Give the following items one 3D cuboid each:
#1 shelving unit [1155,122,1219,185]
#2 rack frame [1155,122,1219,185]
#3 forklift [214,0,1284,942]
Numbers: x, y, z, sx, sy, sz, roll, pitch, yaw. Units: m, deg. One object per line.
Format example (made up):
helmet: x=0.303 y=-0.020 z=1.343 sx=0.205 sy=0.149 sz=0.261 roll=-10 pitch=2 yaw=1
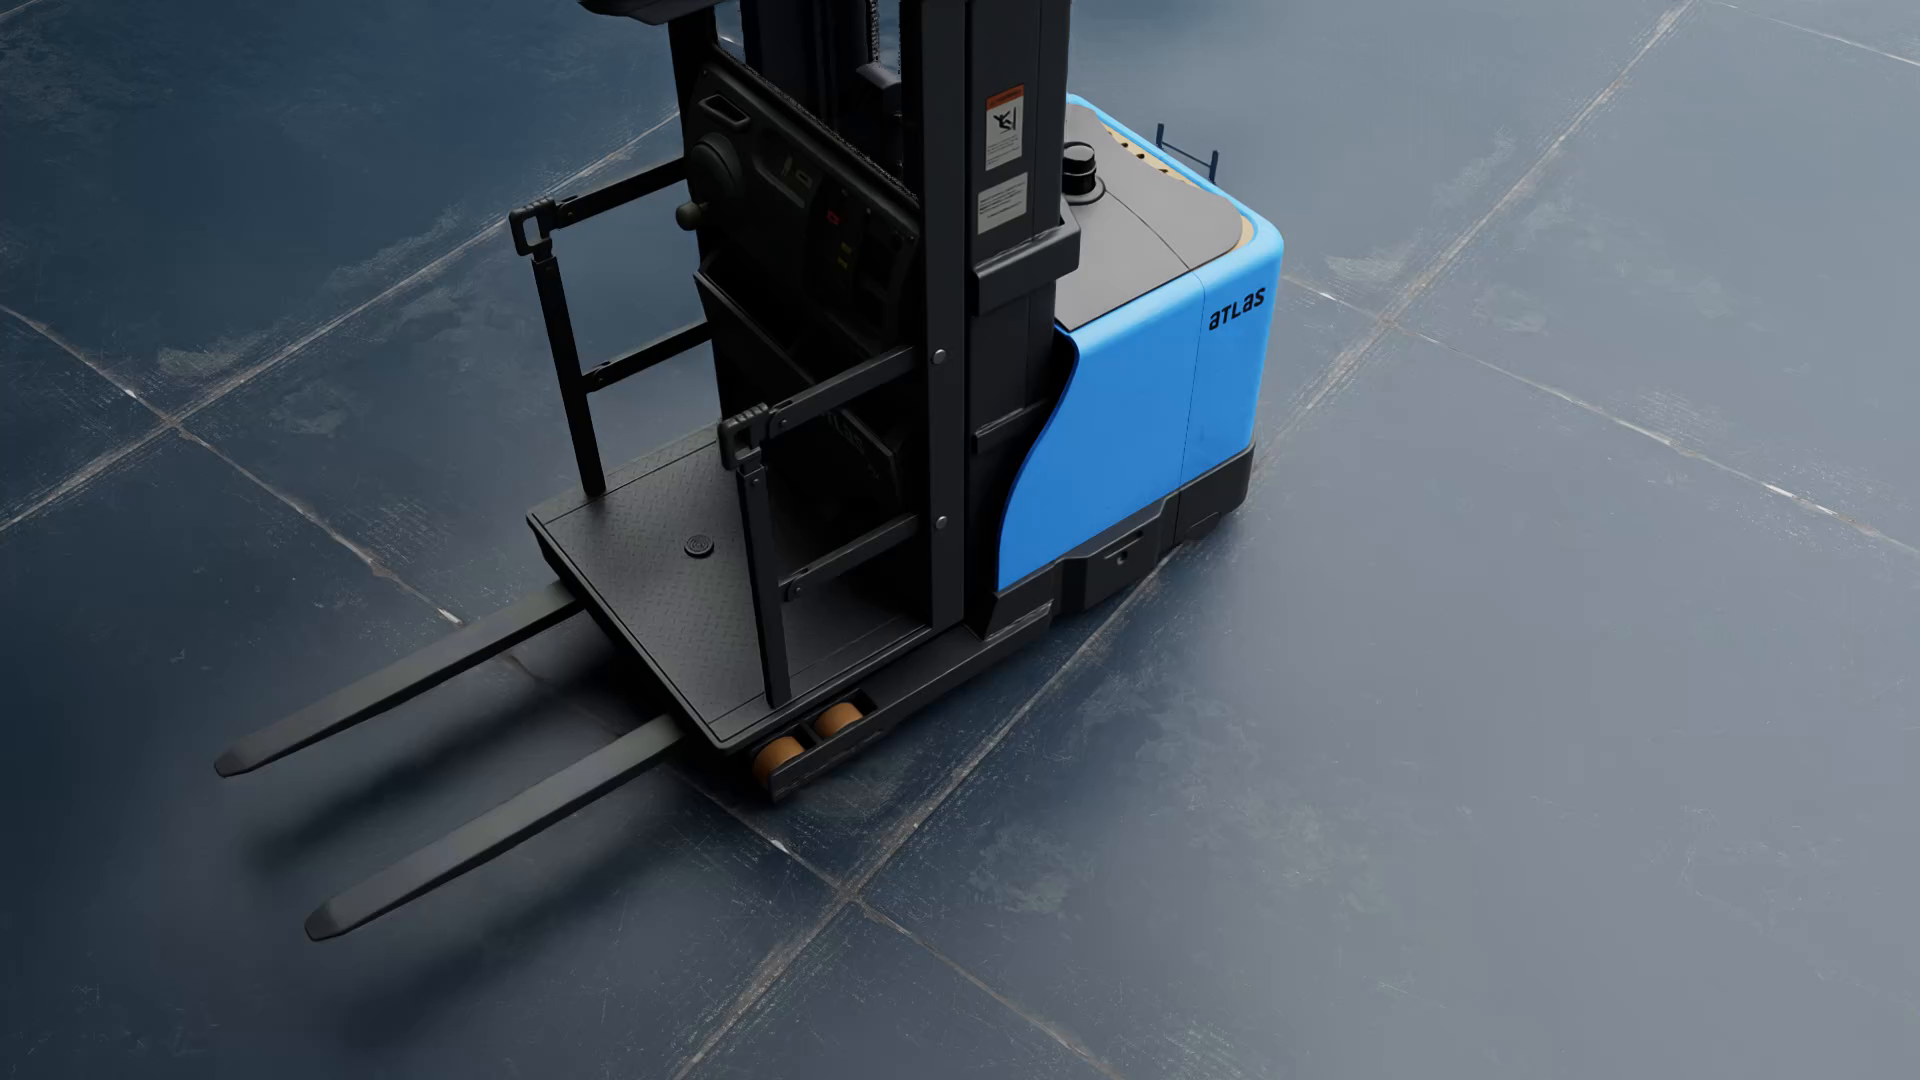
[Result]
shelving unit: x=0.631 y=-0.892 z=5.474 sx=0.258 sy=0.900 sz=0.210 roll=35 pitch=53 yaw=29
rack frame: x=0.702 y=-0.942 z=5.528 sx=0.240 sy=0.900 sz=0.006 roll=35 pitch=53 yaw=29
forklift: x=-0.564 y=-0.746 z=3.935 sx=3.031 sy=2.935 sz=1.130 roll=-29 pitch=53 yaw=-25
